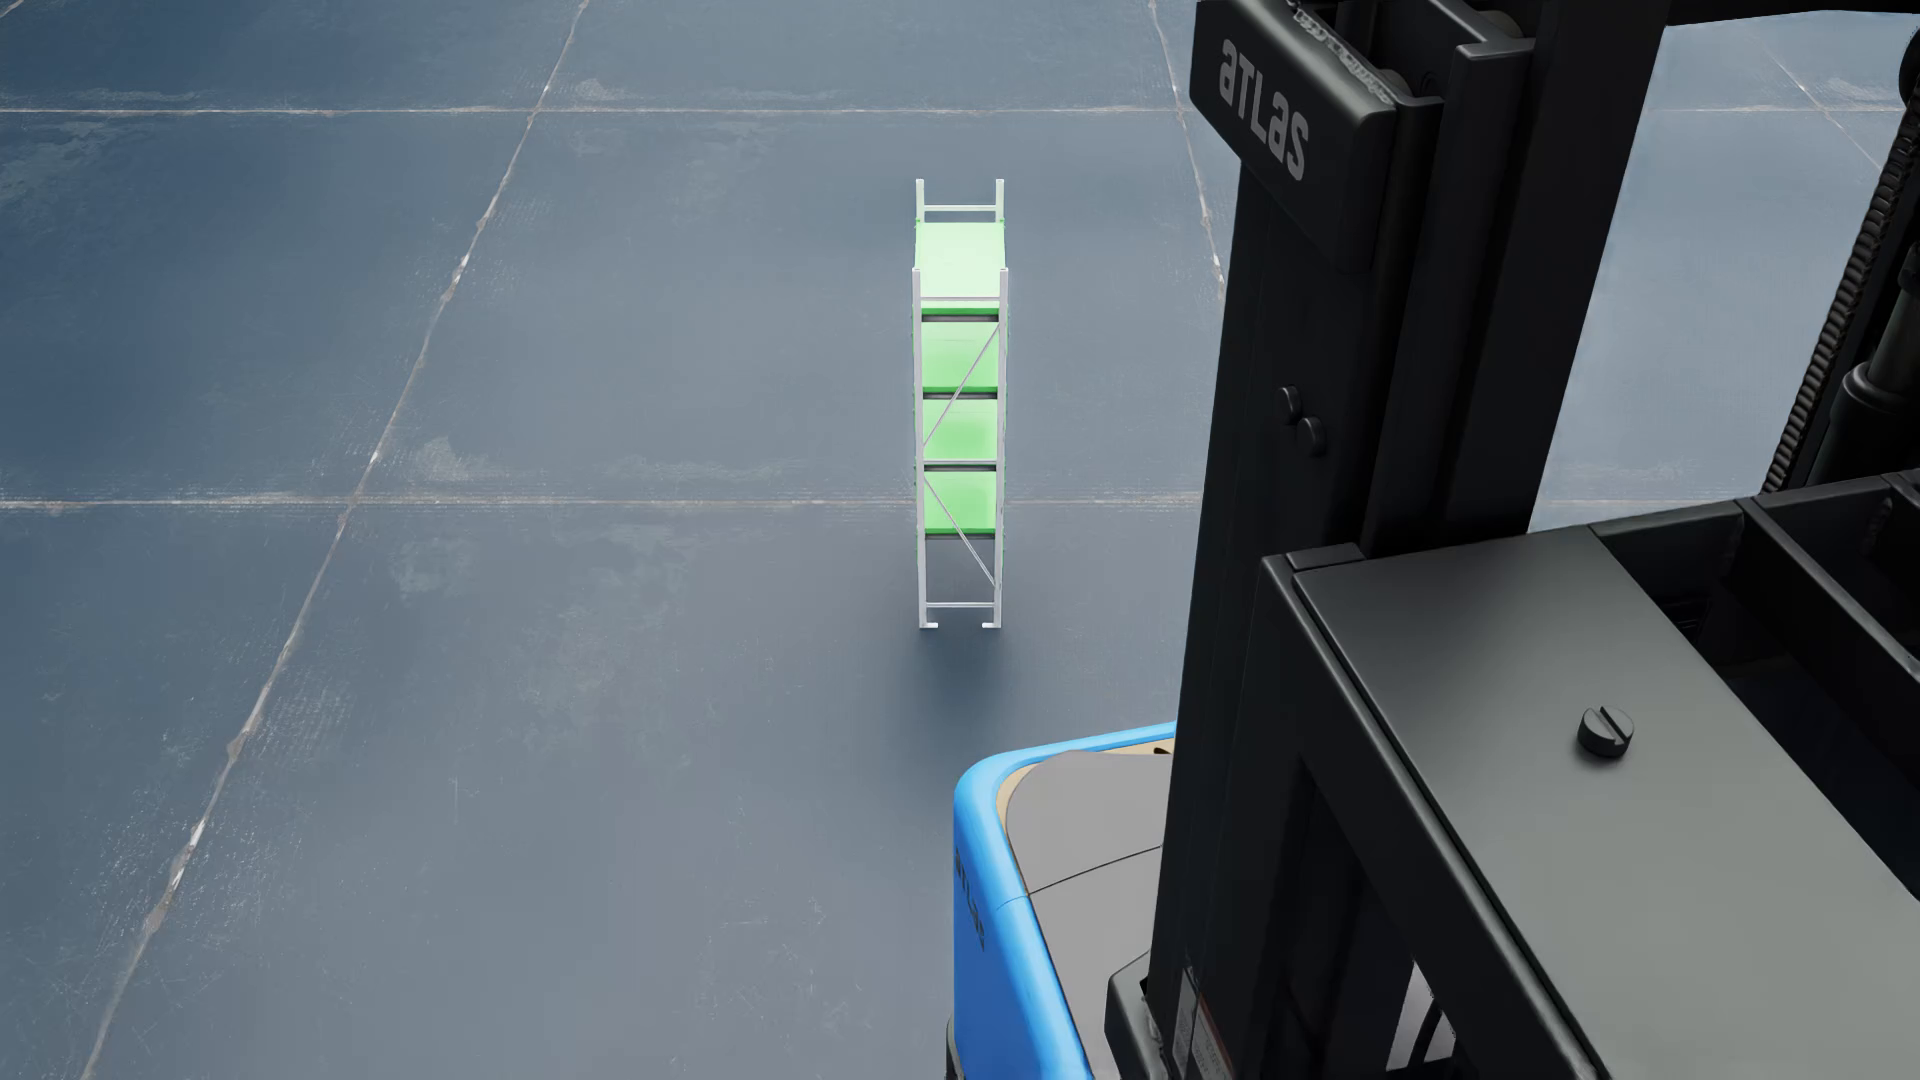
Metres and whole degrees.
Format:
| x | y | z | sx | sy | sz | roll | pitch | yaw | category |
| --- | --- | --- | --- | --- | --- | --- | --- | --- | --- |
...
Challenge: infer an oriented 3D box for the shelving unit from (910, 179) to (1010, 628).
| x | y | z | sx | sy | sz | roll | pitch | yaw | category |
| --- | --- | --- | --- | --- | --- | --- | --- | --- | --- |
| 0.000 | -0.365 | 4.746 | 0.258 | 1.200 | 0.503 | 0 | 39 | 0 | shelving unit |

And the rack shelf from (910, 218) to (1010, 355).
| x | y | z | sx | sy | sz | roll | pitch | yaw | category |
| --- | --- | --- | --- | --- | --- | --- | --- | --- | --- |
| 0.000 | -0.689 | 4.485 | 0.258 | 0.148 | 0.480 | 0 | 39 | 0 | rack shelf |

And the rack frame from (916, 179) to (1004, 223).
| x | y | z | sx | sy | sz | roll | pitch | yaw | category |
| --- | --- | --- | --- | --- | --- | --- | --- | --- | --- |
| 0.000 | -0.517 | 4.936 | 0.240 | 1.200 | 0.015 | 0 | 39 | 0 | rack frame |

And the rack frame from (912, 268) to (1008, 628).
| x | y | z | sx | sy | sz | roll | pitch | yaw | category |
| --- | --- | --- | --- | --- | --- | --- | --- | --- | --- |
| 0.000 | -0.212 | 4.555 | 0.240 | 1.200 | 0.015 | 0 | 39 | 0 | rack frame |

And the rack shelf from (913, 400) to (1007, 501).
| x | y | z | sx | sy | sz | roll | pitch | yaw | category |
| --- | --- | --- | --- | --- | --- | --- | --- | --- | --- |
| 0.000 | -0.315 | 4.786 | 0.258 | 0.148 | 0.480 | 0 | 39 | 0 | rack shelf |

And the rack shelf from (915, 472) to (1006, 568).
| x | y | z | sx | sy | sz | roll | pitch | yaw | category |
| --- | --- | --- | --- | --- | --- | --- | --- | --- | --- |
| 0.000 | -0.128 | 4.936 | 0.258 | 0.148 | 0.480 | 0 | 39 | 0 | rack shelf |

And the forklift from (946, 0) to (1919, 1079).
| x | y | z | sx | sy | sz | roll | pitch | yaw | category |
| --- | --- | --- | --- | --- | --- | --- | --- | --- | --- |
| 0.826 | 0.917 | 1.762 | 1.130 | 2.935 | 3.031 | -9 | 40 | -11 | forklift |

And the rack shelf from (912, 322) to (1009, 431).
| x | y | z | sx | sy | sz | roll | pitch | yaw | category |
| --- | --- | --- | --- | --- | --- | --- | --- | --- | --- |
| 0.000 | -0.502 | 4.635 | 0.258 | 0.148 | 0.480 | 0 | 39 | 0 | rack shelf |
